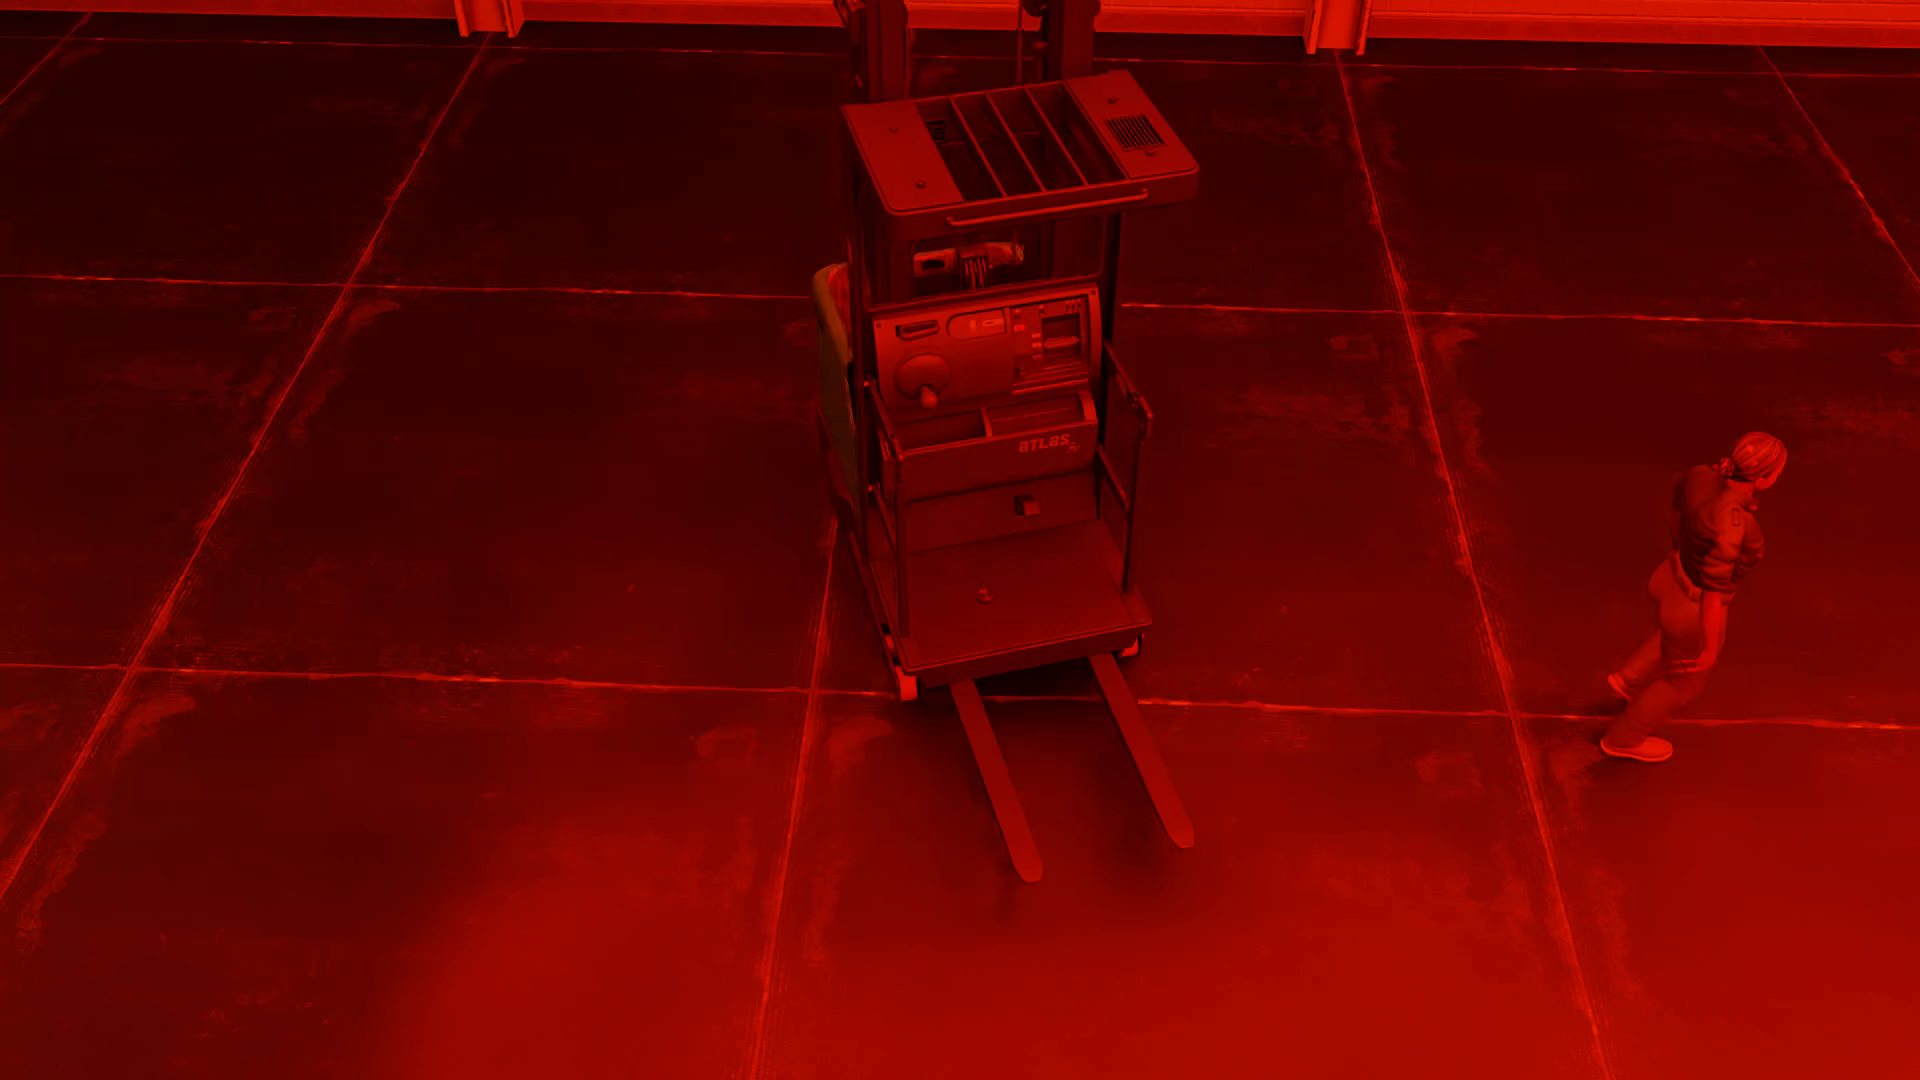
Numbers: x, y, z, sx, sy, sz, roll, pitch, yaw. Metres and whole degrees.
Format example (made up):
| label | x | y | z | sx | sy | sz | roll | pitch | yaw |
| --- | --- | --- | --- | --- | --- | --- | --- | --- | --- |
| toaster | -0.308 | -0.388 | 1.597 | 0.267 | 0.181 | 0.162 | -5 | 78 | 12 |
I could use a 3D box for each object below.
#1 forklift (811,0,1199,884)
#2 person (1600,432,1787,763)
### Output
| label | x | y | z | sx | sy | sz | roll | pitch | yaw |
| --- | --- | --- | --- | --- | --- | --- | --- | --- | --- |
| forklift | 0.173 | -0.685 | 6.492 | 1.130 | 2.935 | 3.031 | -10 | 43 | -11 |
| person | 2.896 | 0.230 | 6.455 | 0.446 | 1.643 | 0.577 | 0 | 42 | 0 |
